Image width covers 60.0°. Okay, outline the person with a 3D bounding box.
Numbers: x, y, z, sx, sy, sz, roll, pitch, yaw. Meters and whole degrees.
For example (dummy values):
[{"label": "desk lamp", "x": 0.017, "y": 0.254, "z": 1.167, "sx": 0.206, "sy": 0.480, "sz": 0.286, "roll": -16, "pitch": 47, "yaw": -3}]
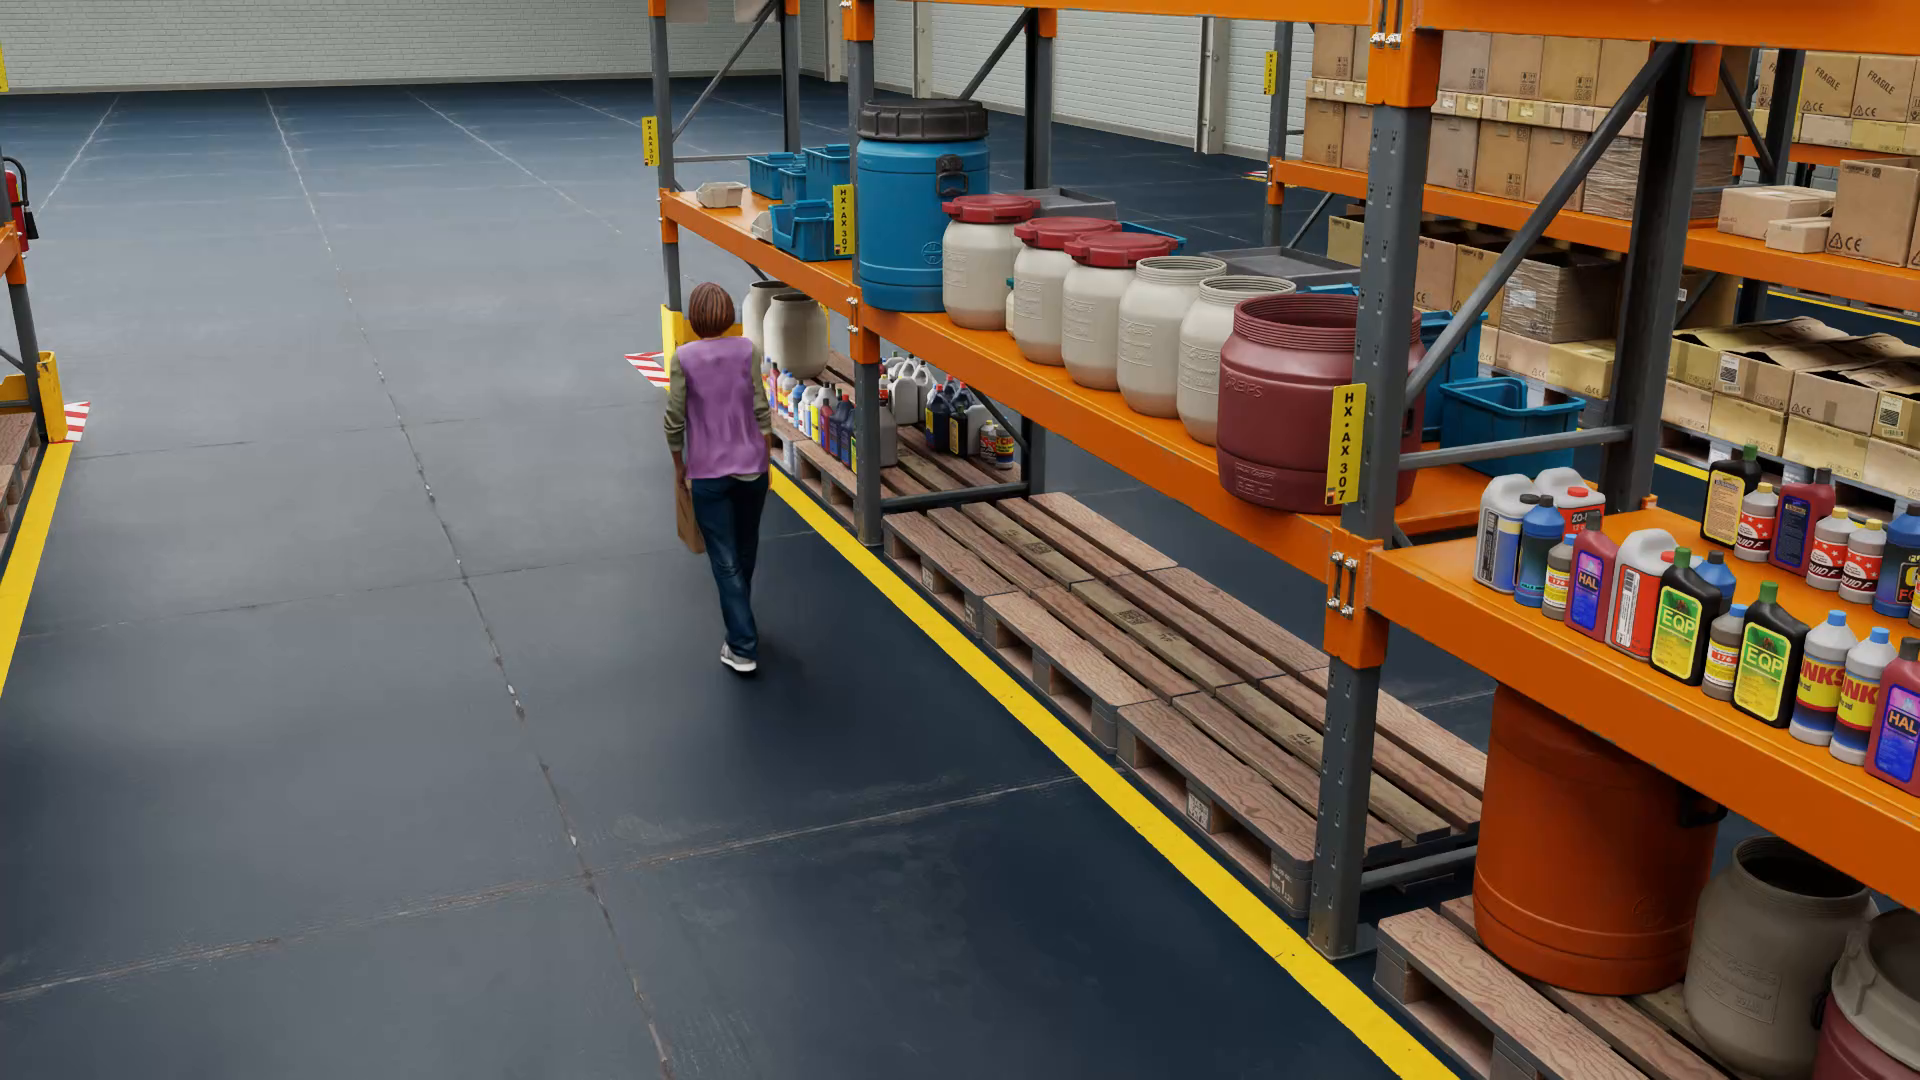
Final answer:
[{"label": "person", "x": -1.021, "y": -0.304, "z": 6.953, "sx": 0.433, "sy": 1.558, "sz": 0.886, "roll": -8, "pitch": 21, "yaw": -23}]
